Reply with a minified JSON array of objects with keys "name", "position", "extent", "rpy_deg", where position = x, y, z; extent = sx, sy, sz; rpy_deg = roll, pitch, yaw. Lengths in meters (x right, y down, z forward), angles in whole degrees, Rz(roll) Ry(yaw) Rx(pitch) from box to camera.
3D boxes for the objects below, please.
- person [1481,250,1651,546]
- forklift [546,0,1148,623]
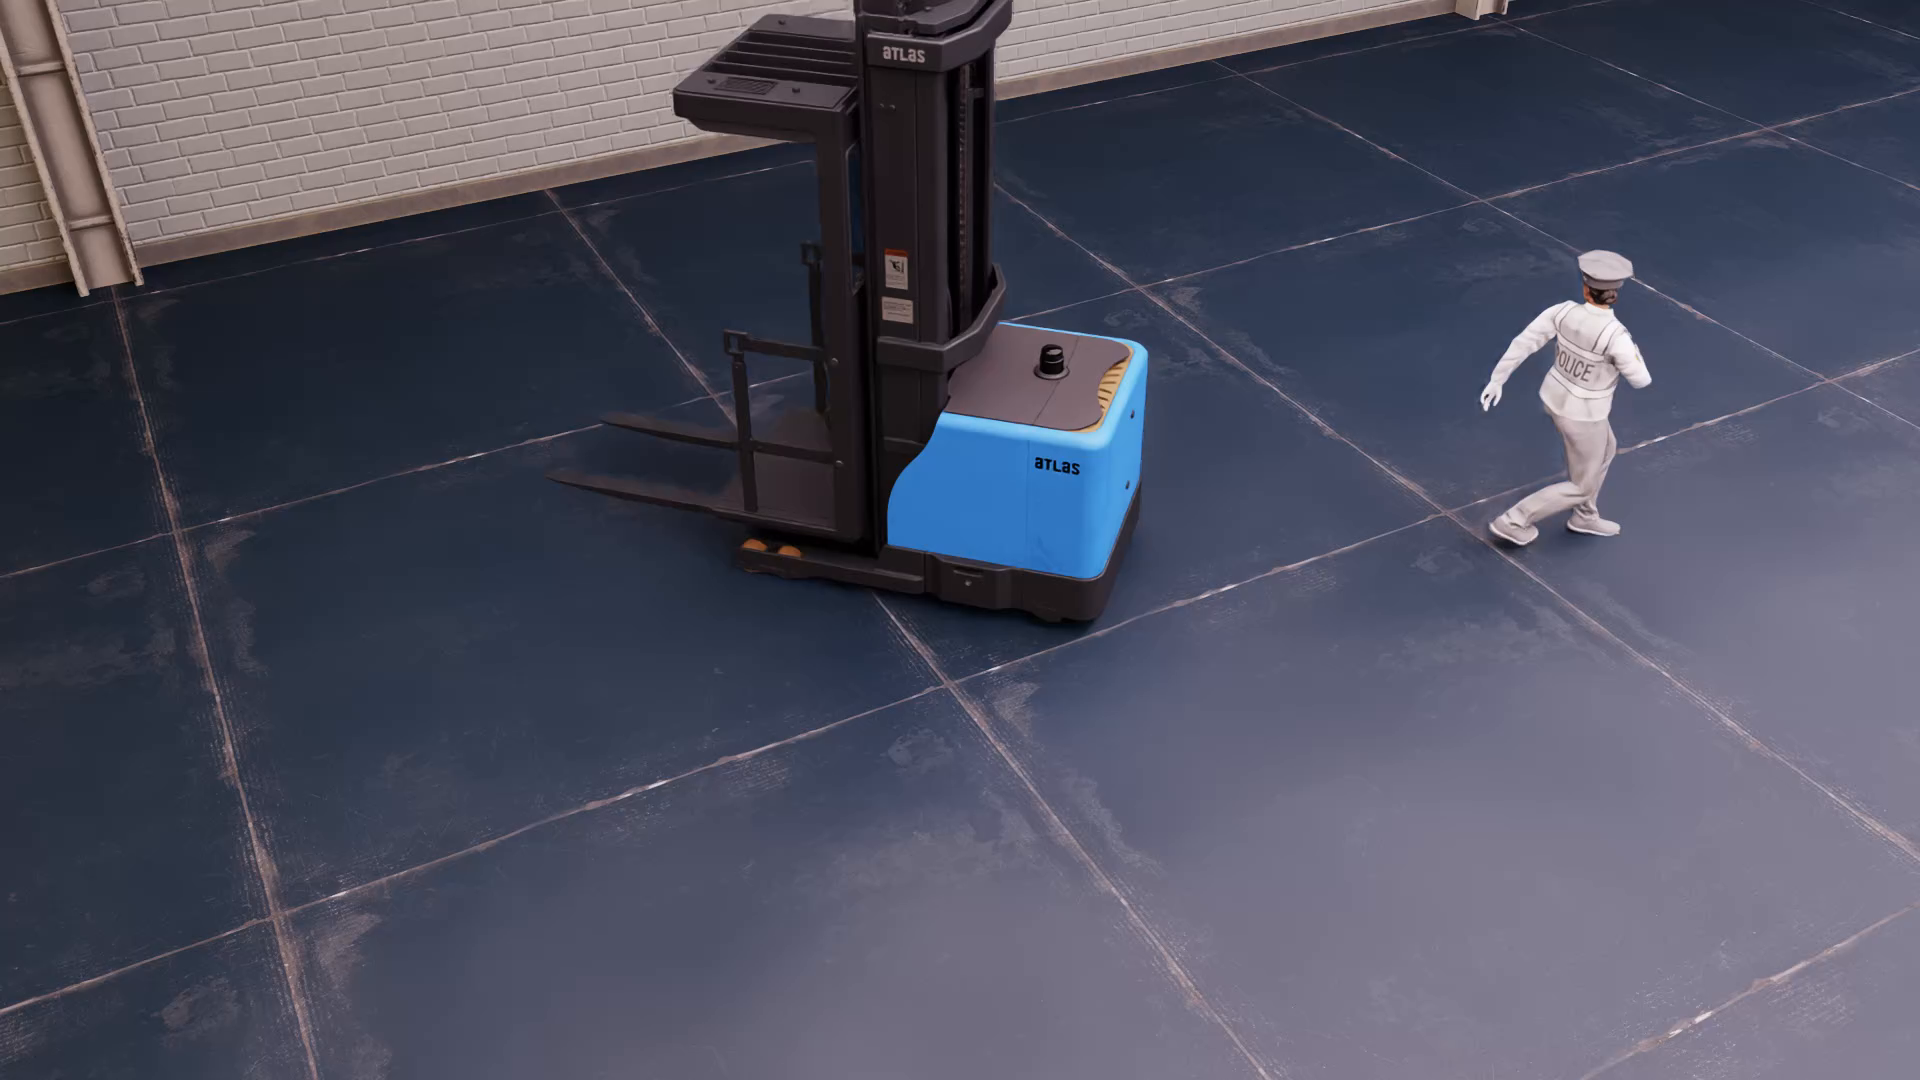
[{"name":"person","position":[3.061,-0.676,8.276],"extent":[0.810,1.586,0.531],"rpy_deg":[-7,36,-10]},{"name":"forklift","position":[-0.637,-1.279,7.933],"extent":[3.031,2.935,1.130],"rpy_deg":[10,36,14]}]
